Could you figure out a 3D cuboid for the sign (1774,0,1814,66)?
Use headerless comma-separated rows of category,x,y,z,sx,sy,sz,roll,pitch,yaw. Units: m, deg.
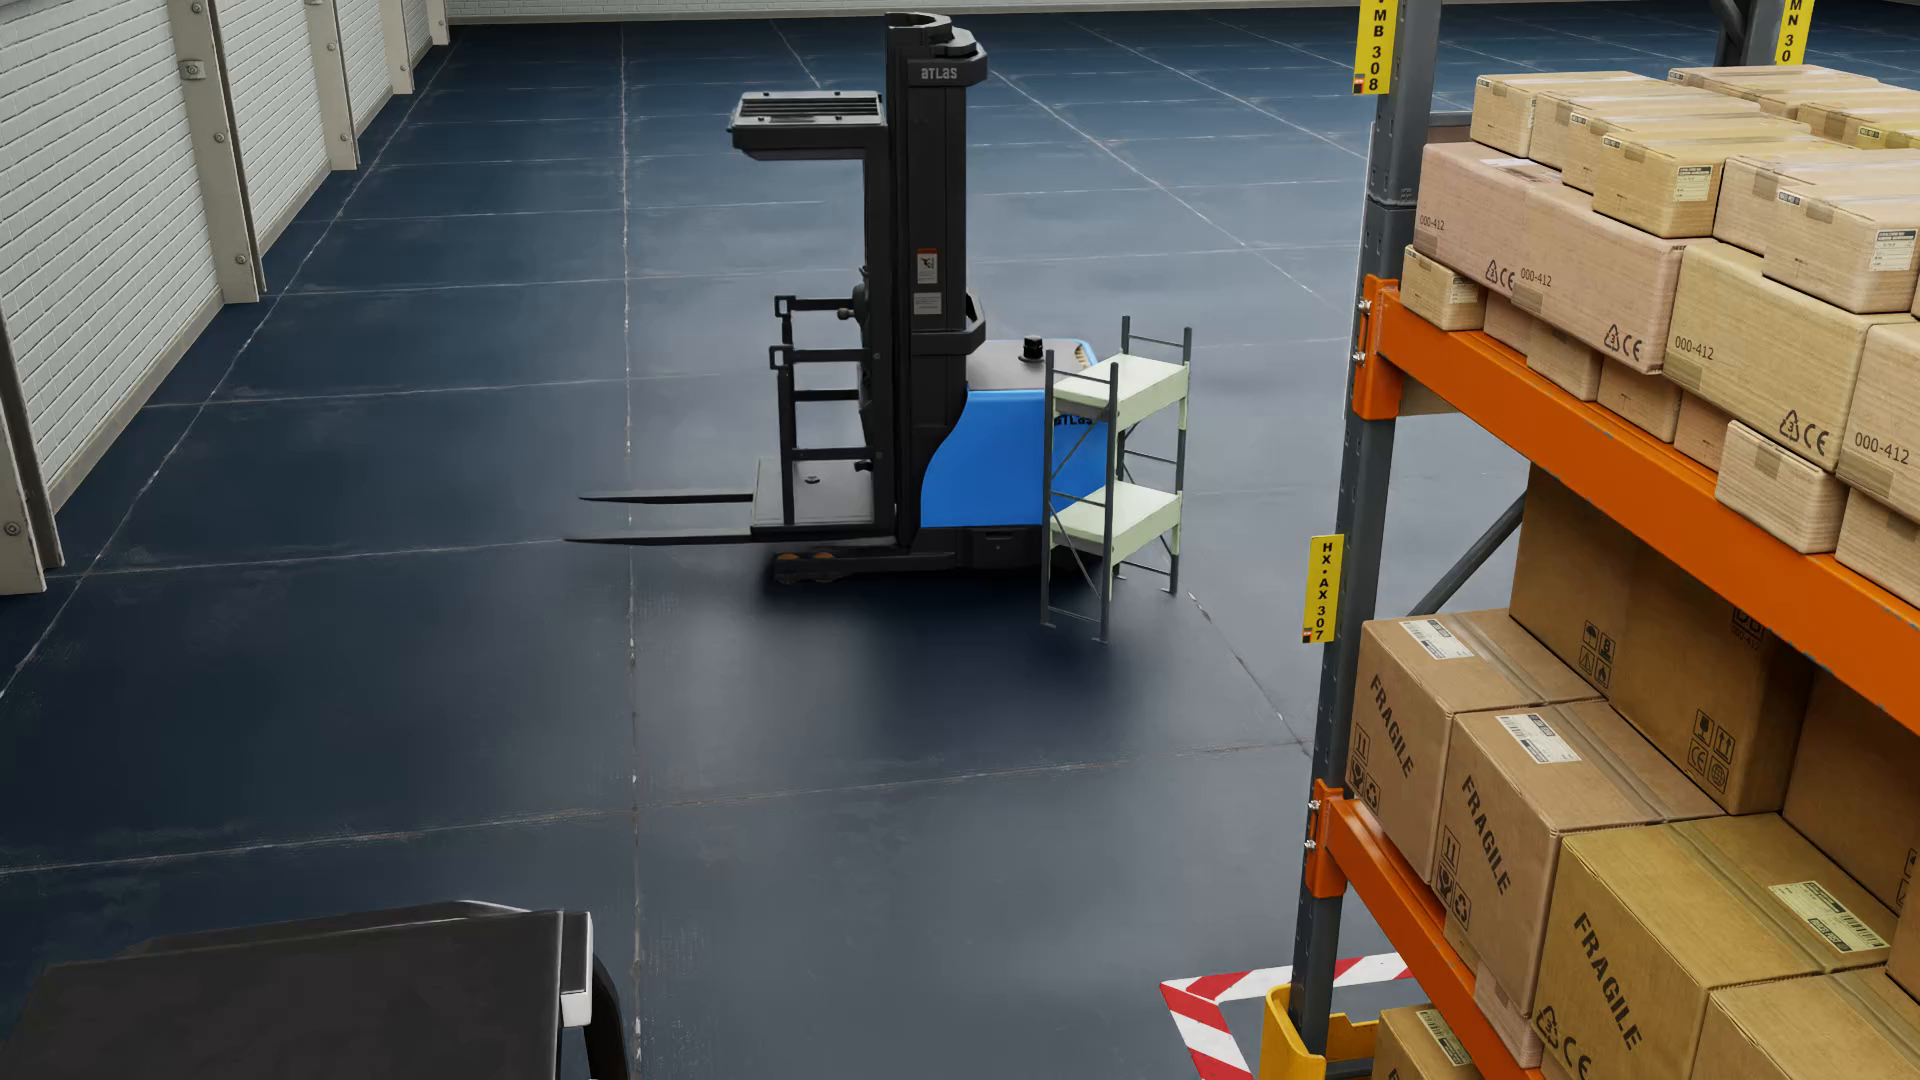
sign,2.090,-1.320,4.171,0.100,0.325,0.005,-4,24,-10

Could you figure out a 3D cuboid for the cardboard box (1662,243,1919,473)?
cardboard box,1.576,-0.331,2.828,0.500,0.250,0.500,-4,24,-8

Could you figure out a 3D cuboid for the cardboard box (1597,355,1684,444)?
cardboard box,1.505,-0.312,3.284,0.380,0.149,0.250,-4,24,-10

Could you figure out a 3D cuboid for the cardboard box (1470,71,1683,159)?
cardboard box,1.407,-0.976,3.808,0.380,0.149,0.250,-4,24,-10

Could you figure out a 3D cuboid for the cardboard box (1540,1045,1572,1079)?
cardboard box,1.513,1.169,3.640,0.380,0.149,0.250,-4,24,-8

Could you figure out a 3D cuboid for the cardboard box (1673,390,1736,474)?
cardboard box,1.558,-0.208,3.045,0.380,0.149,0.250,-5,24,-11

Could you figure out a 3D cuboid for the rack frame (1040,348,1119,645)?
rack frame,0.590,-0.202,8.338,0.400,1.500,0.023,16,28,32

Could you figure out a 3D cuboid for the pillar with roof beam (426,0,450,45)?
pillar with roof beam,-5.410,-13.665,29.795,9.100,9.000,0.400,-4,24,-10

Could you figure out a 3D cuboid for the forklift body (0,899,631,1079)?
forklift body,-1.193,1.862,2.799,2.313,2.155,1.214,-4,24,-10

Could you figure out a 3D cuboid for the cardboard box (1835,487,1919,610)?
cardboard box,1.615,-0.003,2.575,0.380,0.149,0.250,-5,24,-11

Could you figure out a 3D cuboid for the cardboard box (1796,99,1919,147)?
cardboard box,1.969,-0.817,3.442,0.380,0.149,0.250,-5,24,-10

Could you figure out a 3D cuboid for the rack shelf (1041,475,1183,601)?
rack shelf,0.803,-0.022,8.741,0.431,0.370,0.720,16,28,32

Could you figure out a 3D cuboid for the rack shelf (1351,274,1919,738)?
rack shelf,1.911,0.235,2.614,1.077,0.370,4.000,-4,24,-10

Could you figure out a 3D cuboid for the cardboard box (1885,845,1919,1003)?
cardboard box,2.088,0.637,2.798,0.700,0.500,0.500,-4,24,-10

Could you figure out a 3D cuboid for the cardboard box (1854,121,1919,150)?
cardboard box,1.965,-0.713,3.205,0.380,0.149,0.250,-4,24,-9

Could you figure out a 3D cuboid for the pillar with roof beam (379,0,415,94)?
pillar with roof beam,-4.300,-11.305,24.391,9.100,9.000,0.400,-4,24,-10

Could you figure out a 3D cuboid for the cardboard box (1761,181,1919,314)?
cardboard box,1.536,-0.472,2.653,0.380,0.149,0.250,-4,24,-8

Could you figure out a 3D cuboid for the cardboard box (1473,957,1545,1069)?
cardboard box,1.432,1.069,3.867,0.380,0.149,0.250,-4,24,-9

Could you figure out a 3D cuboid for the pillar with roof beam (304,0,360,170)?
pillar with roof beam,-3.191,-8.945,18.988,9.100,9.000,0.400,-4,24,-10

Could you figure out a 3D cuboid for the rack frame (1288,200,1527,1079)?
rack frame,1.541,0.494,4.872,1.000,3.000,0.127,-4,24,-10

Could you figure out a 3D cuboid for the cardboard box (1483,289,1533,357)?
cardboard box,1.420,-0.515,3.747,0.380,0.149,0.250,-5,24,-11

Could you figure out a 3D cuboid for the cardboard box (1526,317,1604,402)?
cardboard box,1.435,-0.408,3.503,0.380,0.149,0.250,-4,24,-8

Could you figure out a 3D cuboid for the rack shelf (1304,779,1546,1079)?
rack shelf,1.911,1.610,3.215,1.077,0.370,4.000,-4,24,-10

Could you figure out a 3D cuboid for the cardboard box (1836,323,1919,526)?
cardboard box,1.651,-0.128,2.363,0.500,0.250,0.500,-4,24,-9

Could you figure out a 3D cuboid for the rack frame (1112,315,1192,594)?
rack frame,1.017,-0.440,8.883,0.400,1.500,0.023,16,28,32

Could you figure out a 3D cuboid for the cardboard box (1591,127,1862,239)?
cardboard box,1.428,-0.671,3.109,0.380,0.149,0.250,-4,24,-10

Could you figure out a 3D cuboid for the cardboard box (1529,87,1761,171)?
cardboard box,1.469,-0.878,3.583,0.380,0.149,0.250,-4,24,-10

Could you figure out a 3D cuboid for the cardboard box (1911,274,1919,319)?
cardboard box,1.657,-0.376,2.432,0.380,0.149,0.250,-4,24,-9

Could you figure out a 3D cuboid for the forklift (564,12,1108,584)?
forklift,-0.705,-1.318,9.105,3.031,2.935,1.130,-2,24,-4

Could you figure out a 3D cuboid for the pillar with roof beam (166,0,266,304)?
pillar with roof beam,-2.081,-6.585,13.584,9.100,9.000,0.400,-4,24,-10

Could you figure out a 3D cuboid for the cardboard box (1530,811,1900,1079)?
cardboard box,1.551,0.922,3.394,0.500,0.500,0.500,-5,24,-11

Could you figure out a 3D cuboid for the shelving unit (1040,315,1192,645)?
shelving unit,0.803,-0.321,8.611,0.431,1.500,0.755,16,28,32

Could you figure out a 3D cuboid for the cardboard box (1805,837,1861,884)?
cardboard box,2.090,0.899,3.447,0.500,0.500,0.500,-4,24,-10

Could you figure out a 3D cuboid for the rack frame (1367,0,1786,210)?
rack frame,1.541,-2.256,3.671,1.000,3.000,0.127,-4,24,-10

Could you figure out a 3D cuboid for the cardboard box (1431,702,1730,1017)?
cardboard box,1.455,0.722,3.853,0.500,0.500,0.500,-4,24,-8

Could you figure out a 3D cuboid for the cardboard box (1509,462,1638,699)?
cardboard box,1.850,0.038,4.169,0.700,0.500,0.500,-5,24,-11

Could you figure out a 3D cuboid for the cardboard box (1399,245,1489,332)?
cardboard box,1.284,-0.611,3.968,0.380,0.149,0.250,-4,24,-10

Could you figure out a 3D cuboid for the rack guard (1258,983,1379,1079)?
rack guard,1.555,1.669,5.304,1.175,0.500,0.348,-4,24,-10

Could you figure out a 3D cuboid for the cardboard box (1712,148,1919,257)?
cardboard box,1.568,-0.581,2.902,0.380,0.149,0.250,-4,24,-10

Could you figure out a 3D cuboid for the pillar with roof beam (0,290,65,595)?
pillar with roof beam,-0.972,-4.225,8.180,9.100,9.000,0.400,-4,24,-10

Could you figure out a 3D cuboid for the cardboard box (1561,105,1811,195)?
cardboard box,1.454,-0.776,3.348,0.380,0.149,0.250,-4,24,-10

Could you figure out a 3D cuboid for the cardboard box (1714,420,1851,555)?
cardboard box,1.526,-0.103,2.805,0.380,0.149,0.250,-4,24,-9

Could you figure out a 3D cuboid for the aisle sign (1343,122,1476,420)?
aisle sign,1.225,-0.699,4.355,0.394,0.787,0.004,-4,24,-10

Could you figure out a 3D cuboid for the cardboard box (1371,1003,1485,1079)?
cardboard box,1.424,1.565,4.394,0.500,0.500,0.500,-5,24,-12

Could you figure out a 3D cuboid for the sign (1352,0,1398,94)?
sign,1.008,-1.241,4.005,0.100,0.325,0.005,-4,24,-10

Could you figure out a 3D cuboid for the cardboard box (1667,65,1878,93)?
cardboard box,1.894,-1.020,3.908,0.380,0.149,0.250,-4,24,-9

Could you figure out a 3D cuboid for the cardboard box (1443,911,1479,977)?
cardboard box,1.431,0.966,4.104,0.380,0.149,0.250,-5,24,-11

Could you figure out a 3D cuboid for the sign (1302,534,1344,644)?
sign,1.008,0.137,4.607,0.100,0.325,0.005,-4,24,-10

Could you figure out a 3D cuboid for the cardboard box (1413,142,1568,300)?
cardboard box,1.372,-0.731,3.744,0.500,0.250,0.500,-5,24,-11

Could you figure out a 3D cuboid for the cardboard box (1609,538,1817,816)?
cardboard box,1.937,0.238,3.712,0.700,0.500,0.500,-4,24,-9

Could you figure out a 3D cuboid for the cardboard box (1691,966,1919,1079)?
cardboard box,1.653,1.122,2.938,0.500,0.500,0.500,-5,24,-11

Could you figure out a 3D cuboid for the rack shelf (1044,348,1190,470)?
rack shelf,0.803,-0.679,8.455,0.431,0.370,0.720,16,28,32

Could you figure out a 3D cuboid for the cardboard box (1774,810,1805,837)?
cardboard box,2.001,0.702,3.899,0.500,0.500,0.500,-4,24,-10

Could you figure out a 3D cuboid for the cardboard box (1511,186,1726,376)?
cardboard box,1.456,-0.532,3.289,0.500,0.250,0.500,-5,24,-11

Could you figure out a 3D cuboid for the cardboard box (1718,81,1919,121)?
cardboard box,1.904,-0.916,3.669,0.380,0.149,0.250,-4,24,-9

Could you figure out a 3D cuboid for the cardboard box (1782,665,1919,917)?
cardboard box,2.132,0.431,3.270,0.700,0.500,0.500,-5,24,-10

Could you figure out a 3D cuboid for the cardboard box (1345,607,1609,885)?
cardboard box,1.356,0.518,4.319,0.500,0.500,0.500,-5,24,-11
